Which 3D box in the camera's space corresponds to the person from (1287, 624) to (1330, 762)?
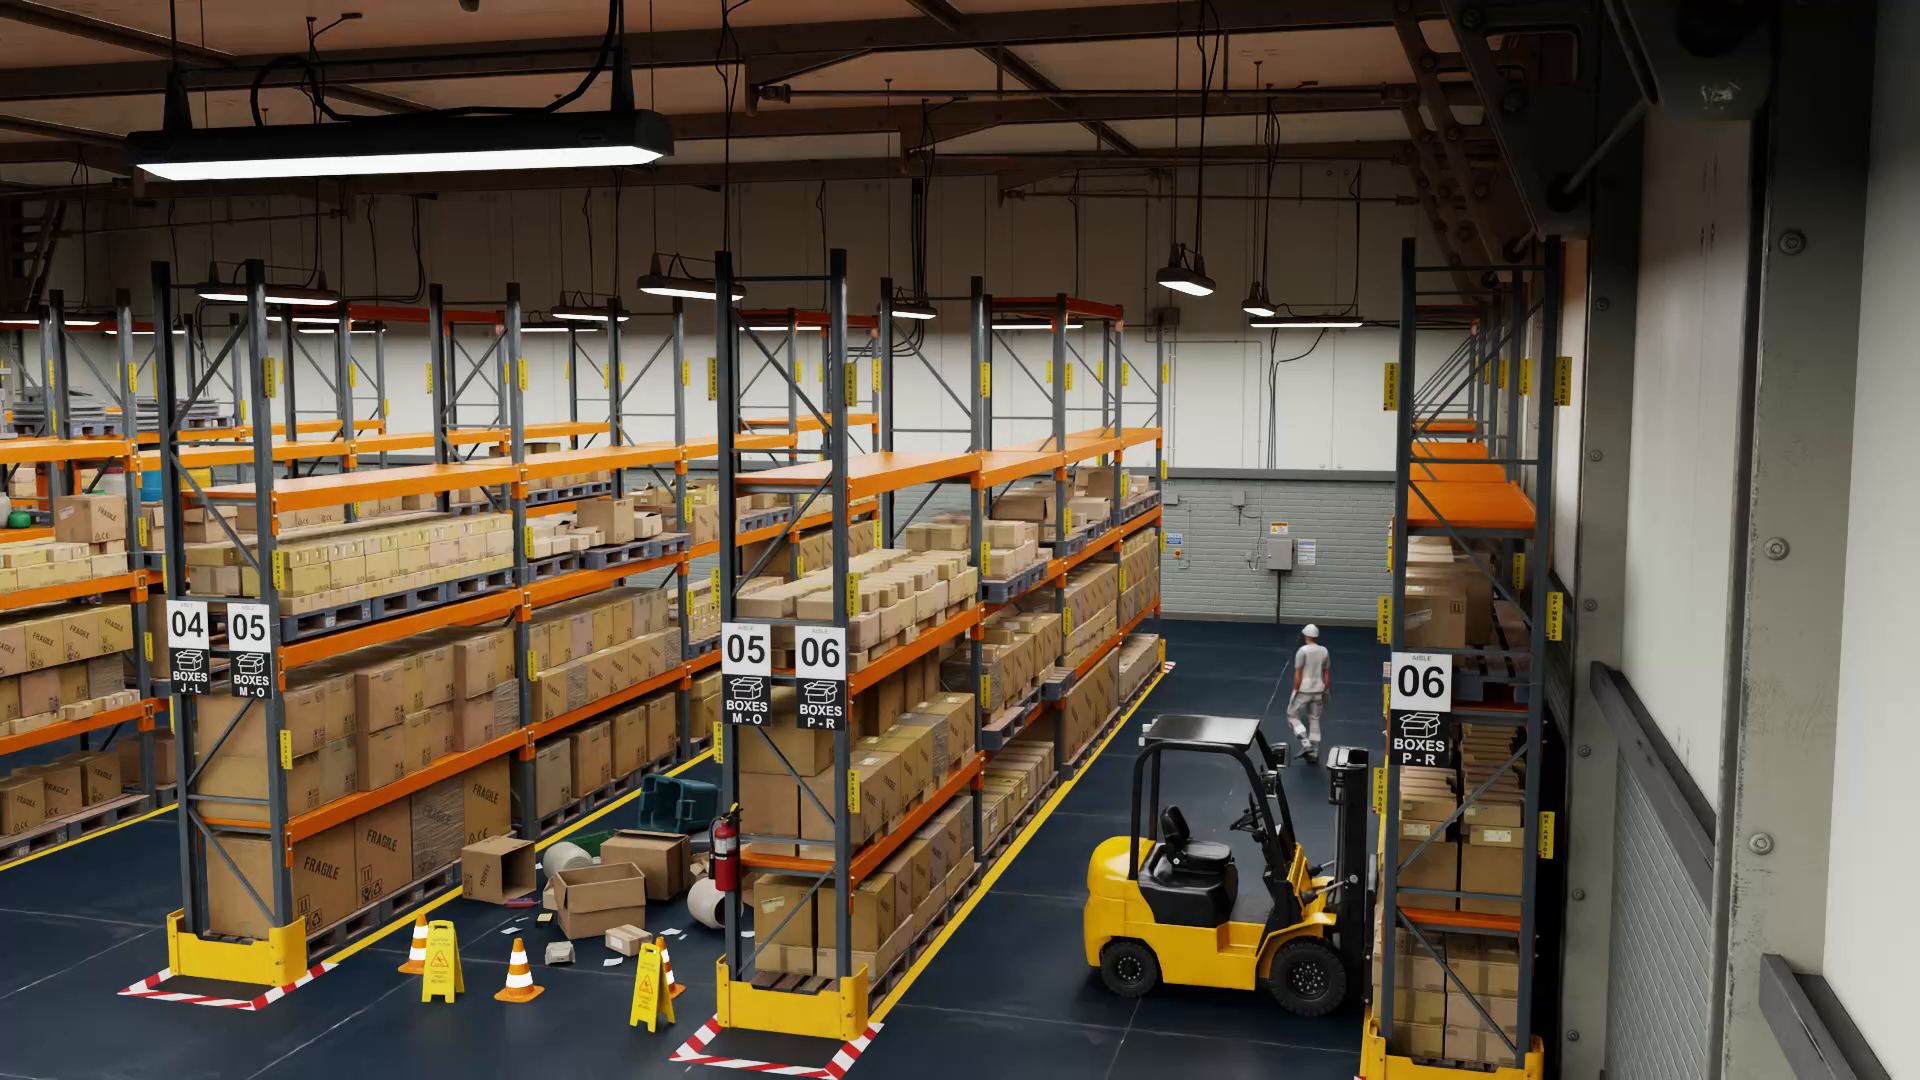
[{"bbox_3d":[4.570,1.994,21.629,0.598,1.791,0.485,-3,7,-23],"label":"person"}]
